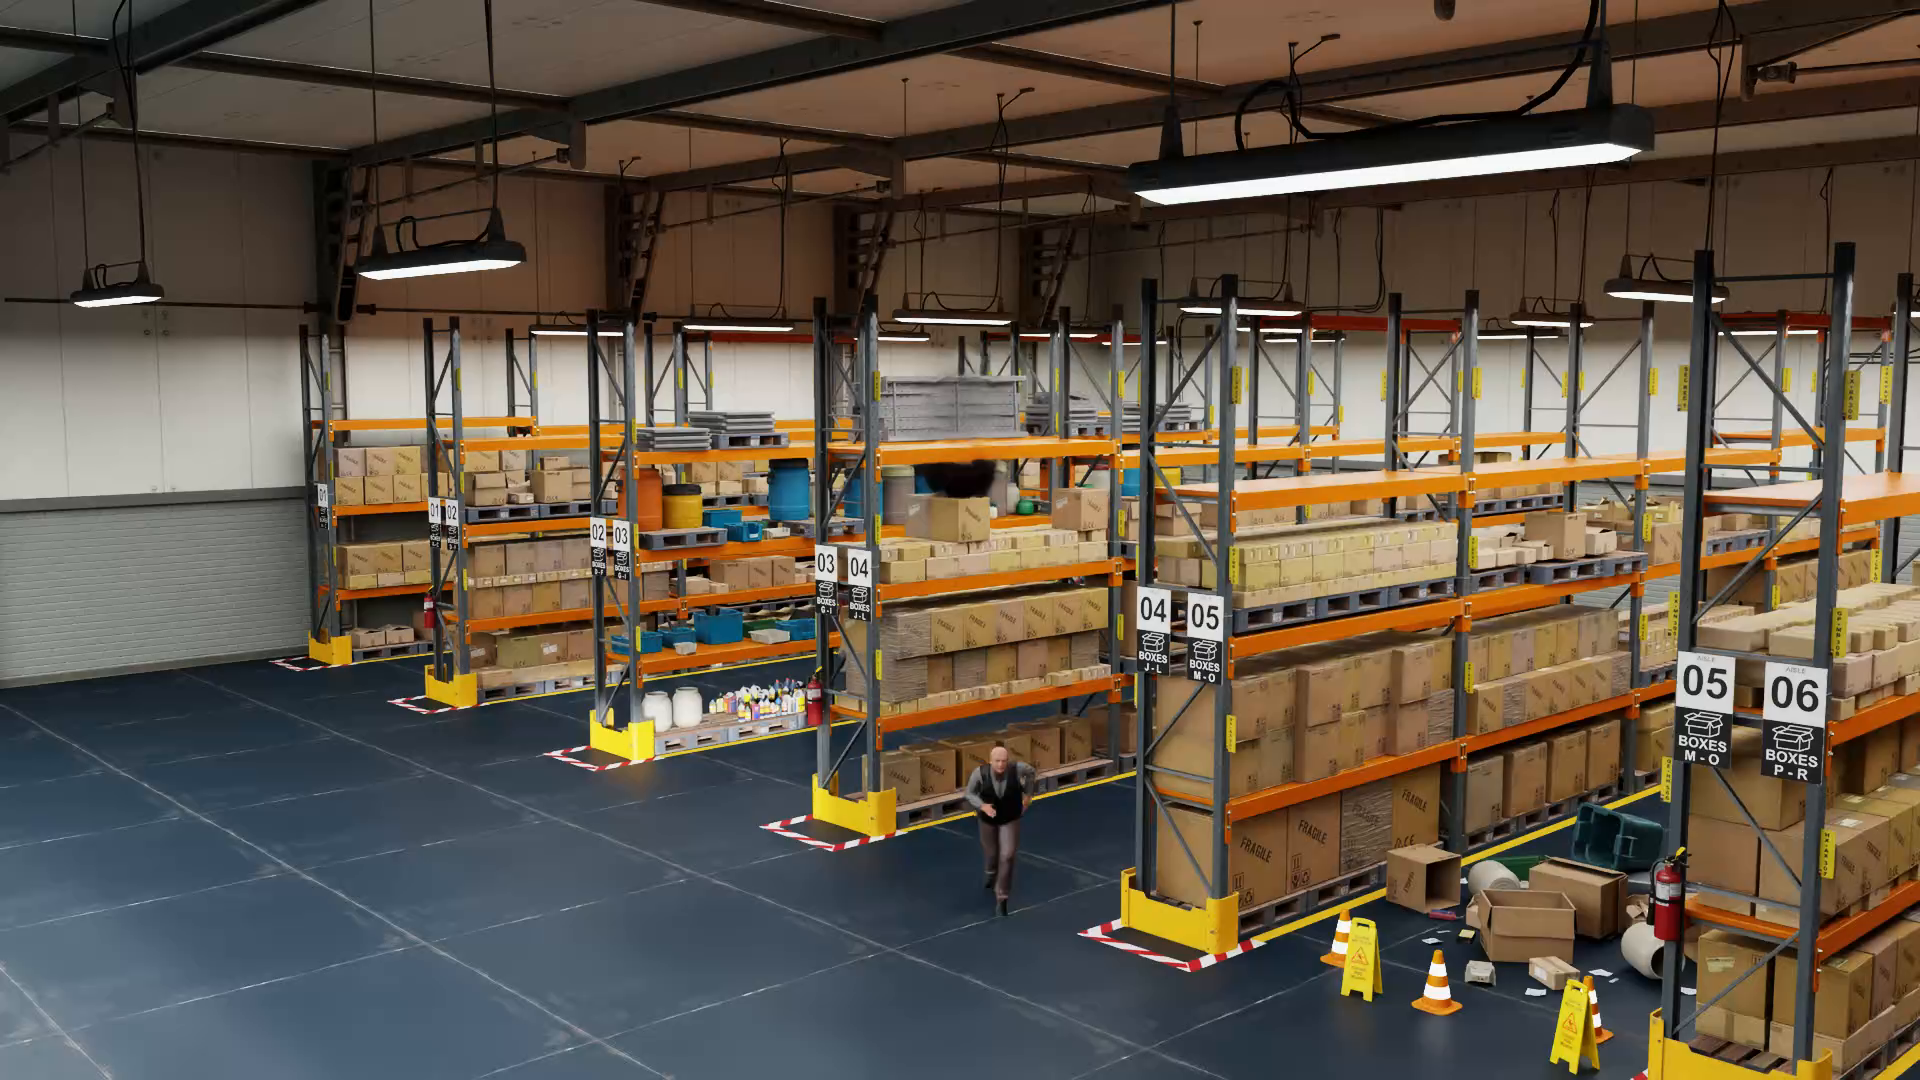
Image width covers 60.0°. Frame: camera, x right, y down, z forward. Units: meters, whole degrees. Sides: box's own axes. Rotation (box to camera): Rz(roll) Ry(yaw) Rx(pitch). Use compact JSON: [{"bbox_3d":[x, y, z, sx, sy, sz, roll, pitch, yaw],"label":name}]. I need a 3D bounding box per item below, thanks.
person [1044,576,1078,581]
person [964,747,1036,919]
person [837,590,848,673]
[{"bbox_3d":[1.925,1.012,32.306,0.684,1.795,0.865,4,7,32],"label":"person"},{"bbox_3d":[0.369,2.752,16.140,0.684,1.682,0.990,0,6,-3],"label":"person"},{"bbox_3d":[-1.891,1.415,28.740,0.692,1.726,0.598,5,8,41],"label":"person"}]
